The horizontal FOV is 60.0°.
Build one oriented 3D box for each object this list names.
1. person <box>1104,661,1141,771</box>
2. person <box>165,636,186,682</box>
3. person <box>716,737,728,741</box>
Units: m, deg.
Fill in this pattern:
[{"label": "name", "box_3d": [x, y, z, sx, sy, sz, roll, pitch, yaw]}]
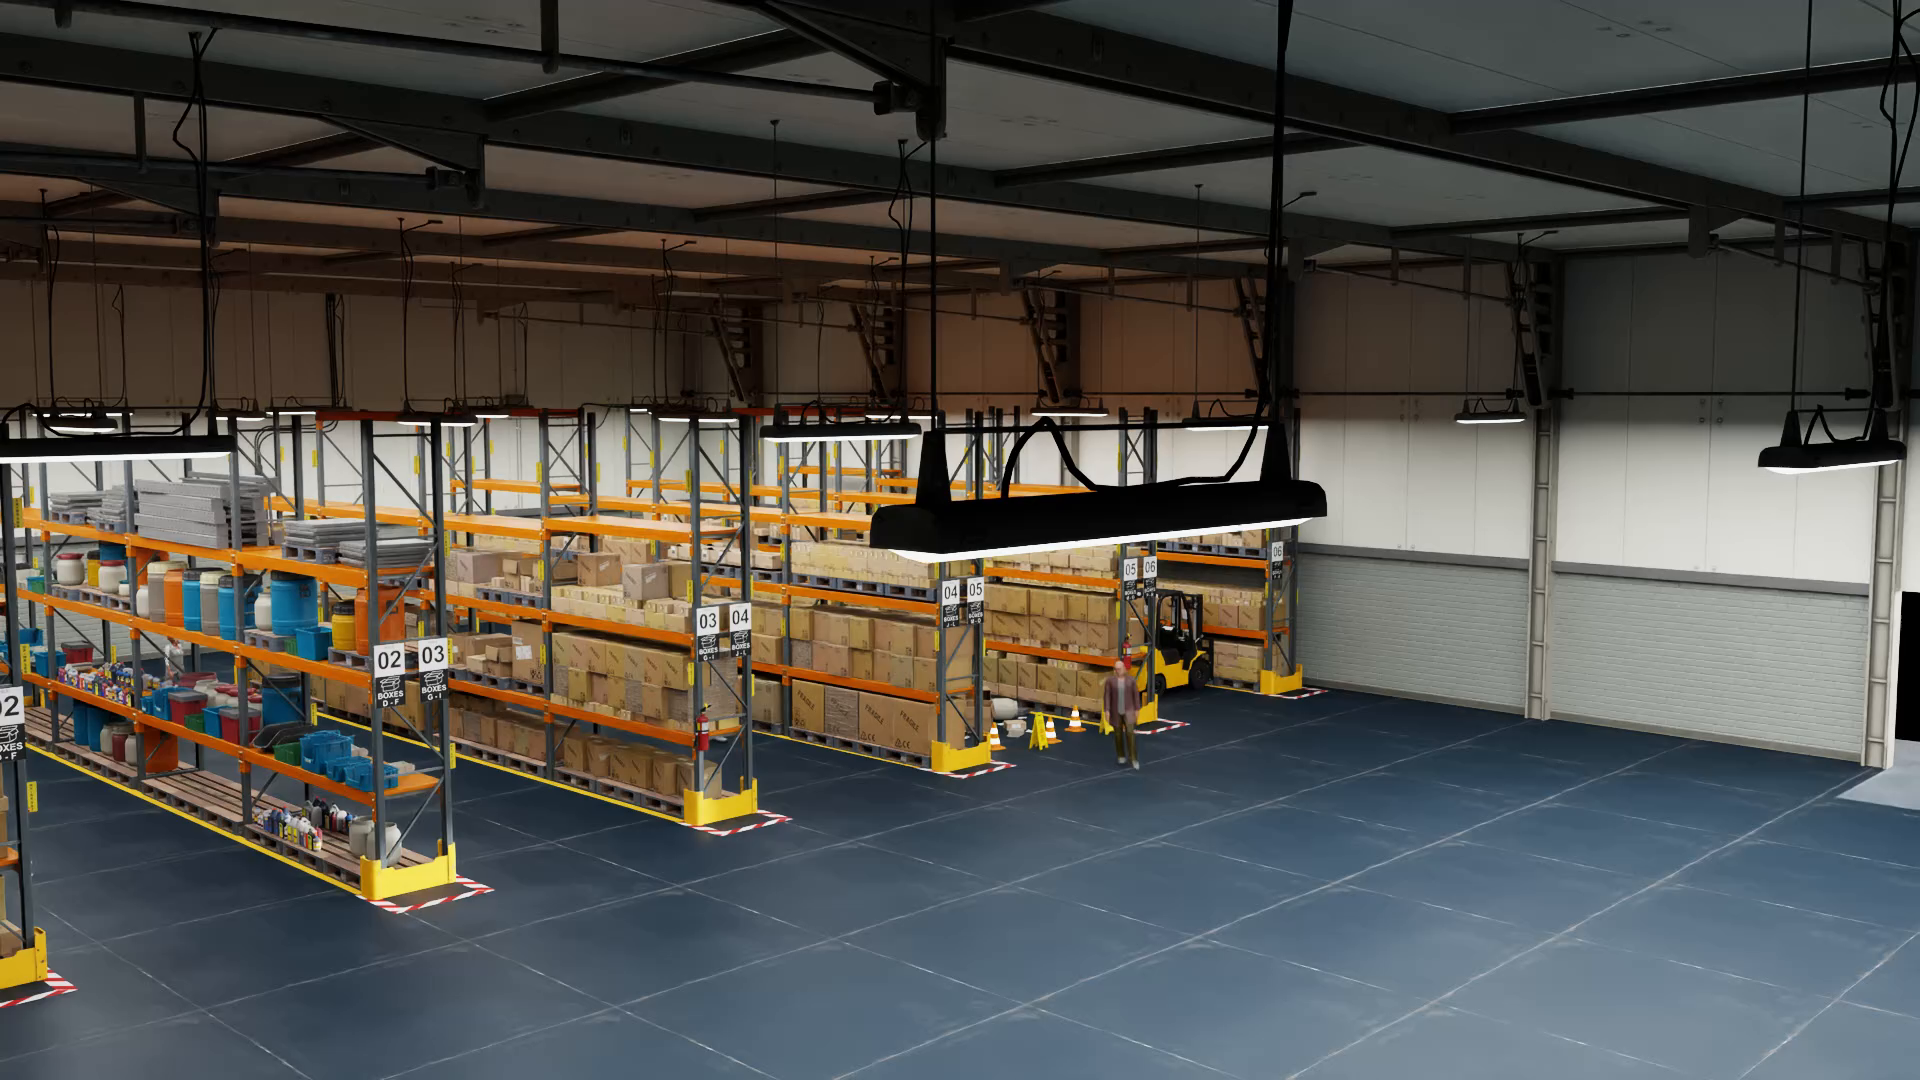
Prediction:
[{"label": "person", "box_3d": [2.764, 2.958, 28.231, 0.670, 1.807, 0.686, 1, 5, 12]}, {"label": "person", "box_3d": [-15.656, 2.606, 33.101, 0.888, 1.553, 0.405, 4, 6, 35]}, {"label": "person", "box_3d": [-4.655, 2.770, 30.331, 1.038, 1.730, 0.564, 3, 6, 32]}]
